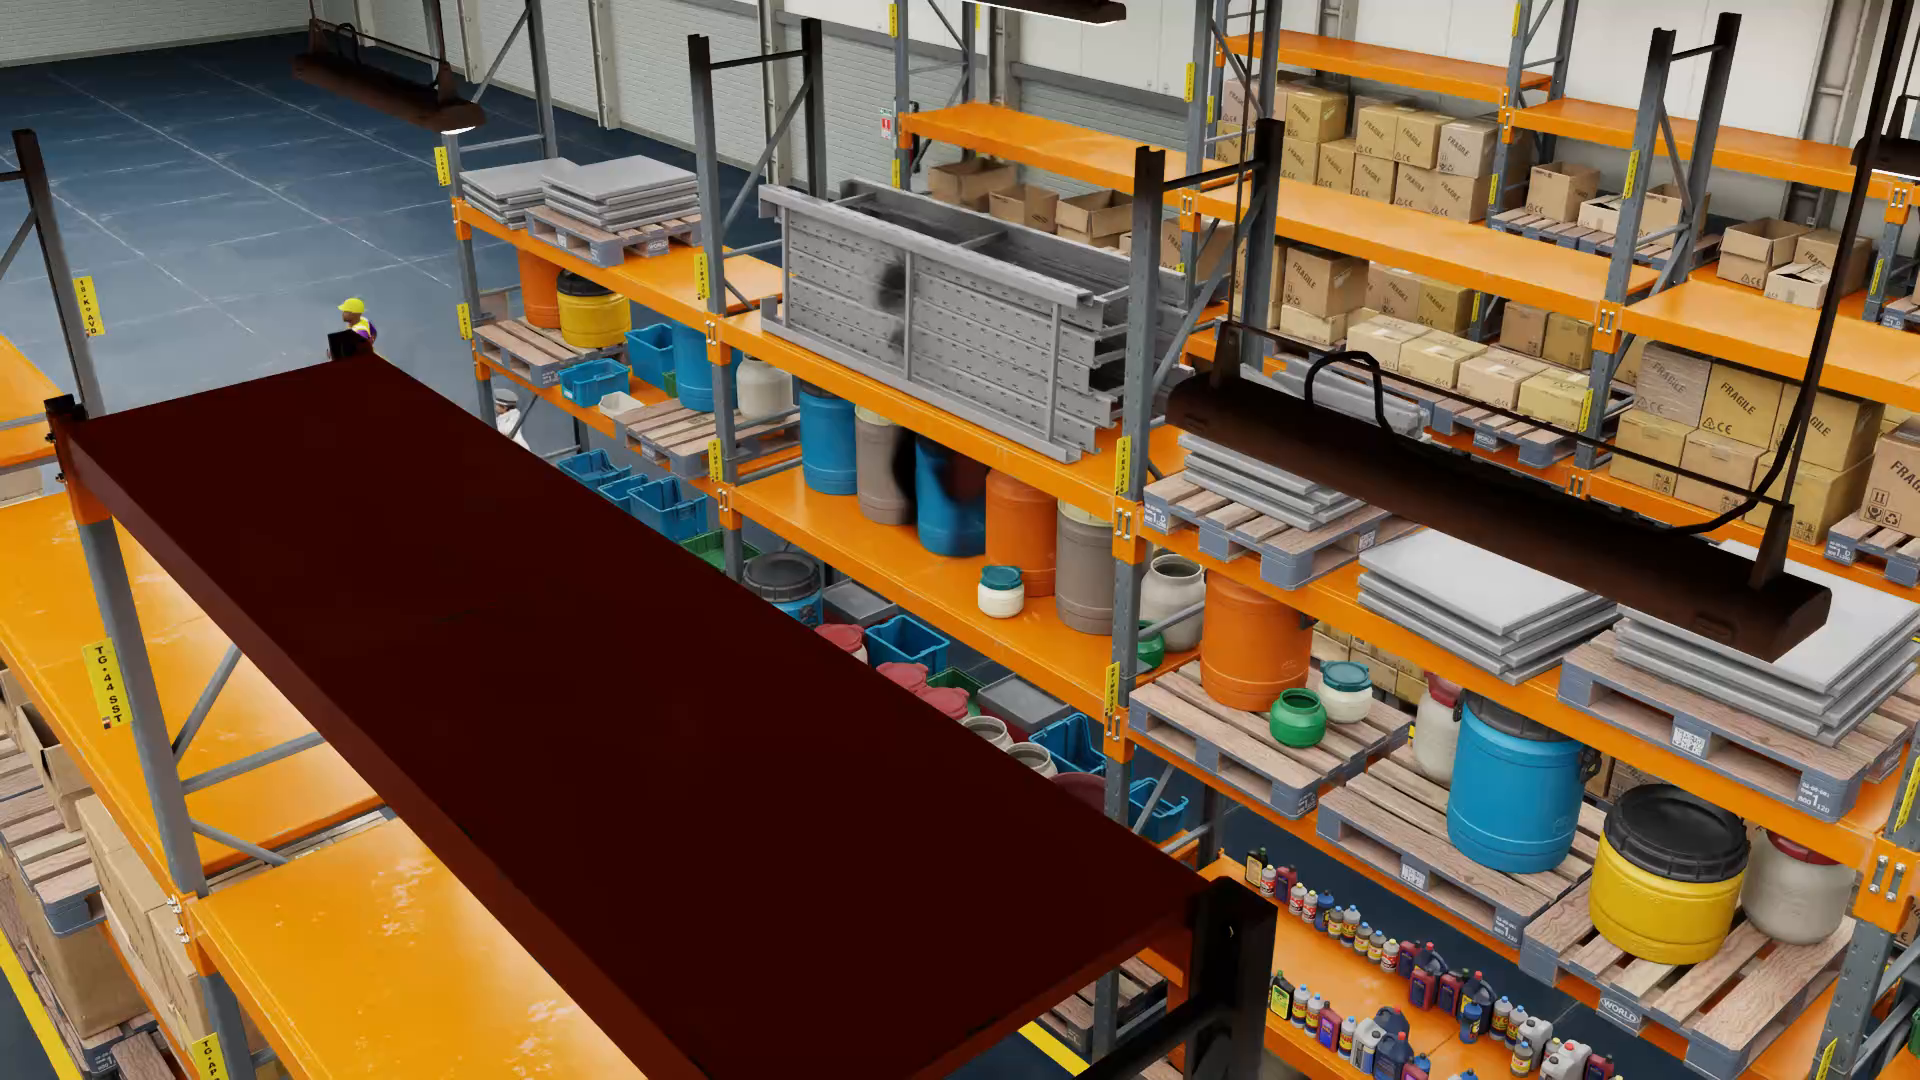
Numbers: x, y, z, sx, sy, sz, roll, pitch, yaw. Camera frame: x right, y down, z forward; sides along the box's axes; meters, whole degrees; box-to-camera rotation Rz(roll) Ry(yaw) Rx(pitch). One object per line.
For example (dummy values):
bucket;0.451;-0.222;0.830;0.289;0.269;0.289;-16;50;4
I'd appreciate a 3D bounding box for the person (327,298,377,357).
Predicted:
person;-7.027;-1.996;19.538;0.963;1.746;0.710;-11;29;-21

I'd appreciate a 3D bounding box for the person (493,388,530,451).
person;-4.628;-0.784;17.258;0.810;1.707;0.678;0;27;1
